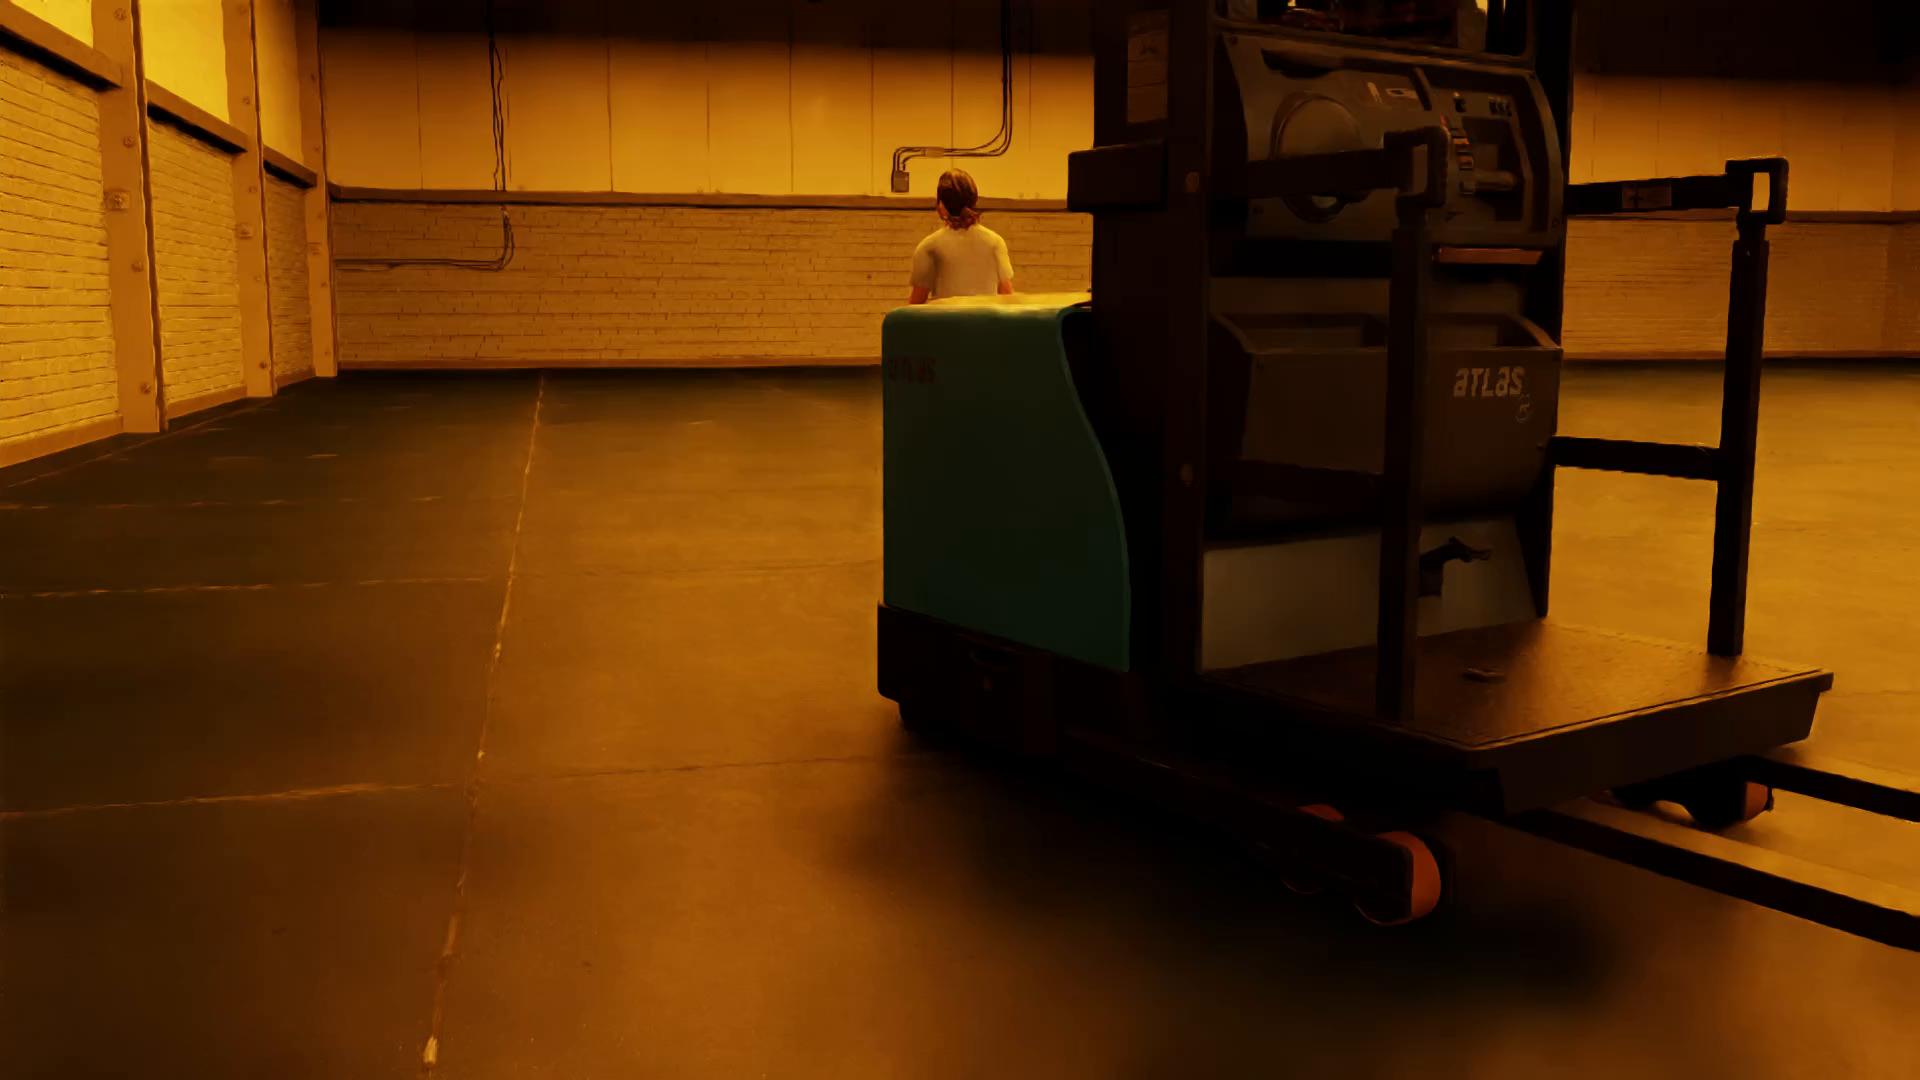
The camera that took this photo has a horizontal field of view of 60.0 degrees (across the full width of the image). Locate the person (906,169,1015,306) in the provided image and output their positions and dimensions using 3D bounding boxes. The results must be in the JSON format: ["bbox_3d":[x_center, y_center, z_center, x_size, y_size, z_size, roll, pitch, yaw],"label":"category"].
[{"bbox_3d":[-0.004,-0.847,7.664,0.550,1.674,0.548,-2,8,-13],"label":"person"}]

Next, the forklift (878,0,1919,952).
[{"bbox_3d":[1.019,-0.852,3.227,1.130,2.935,3.031,-5,10,-33],"label":"forklift"}]
